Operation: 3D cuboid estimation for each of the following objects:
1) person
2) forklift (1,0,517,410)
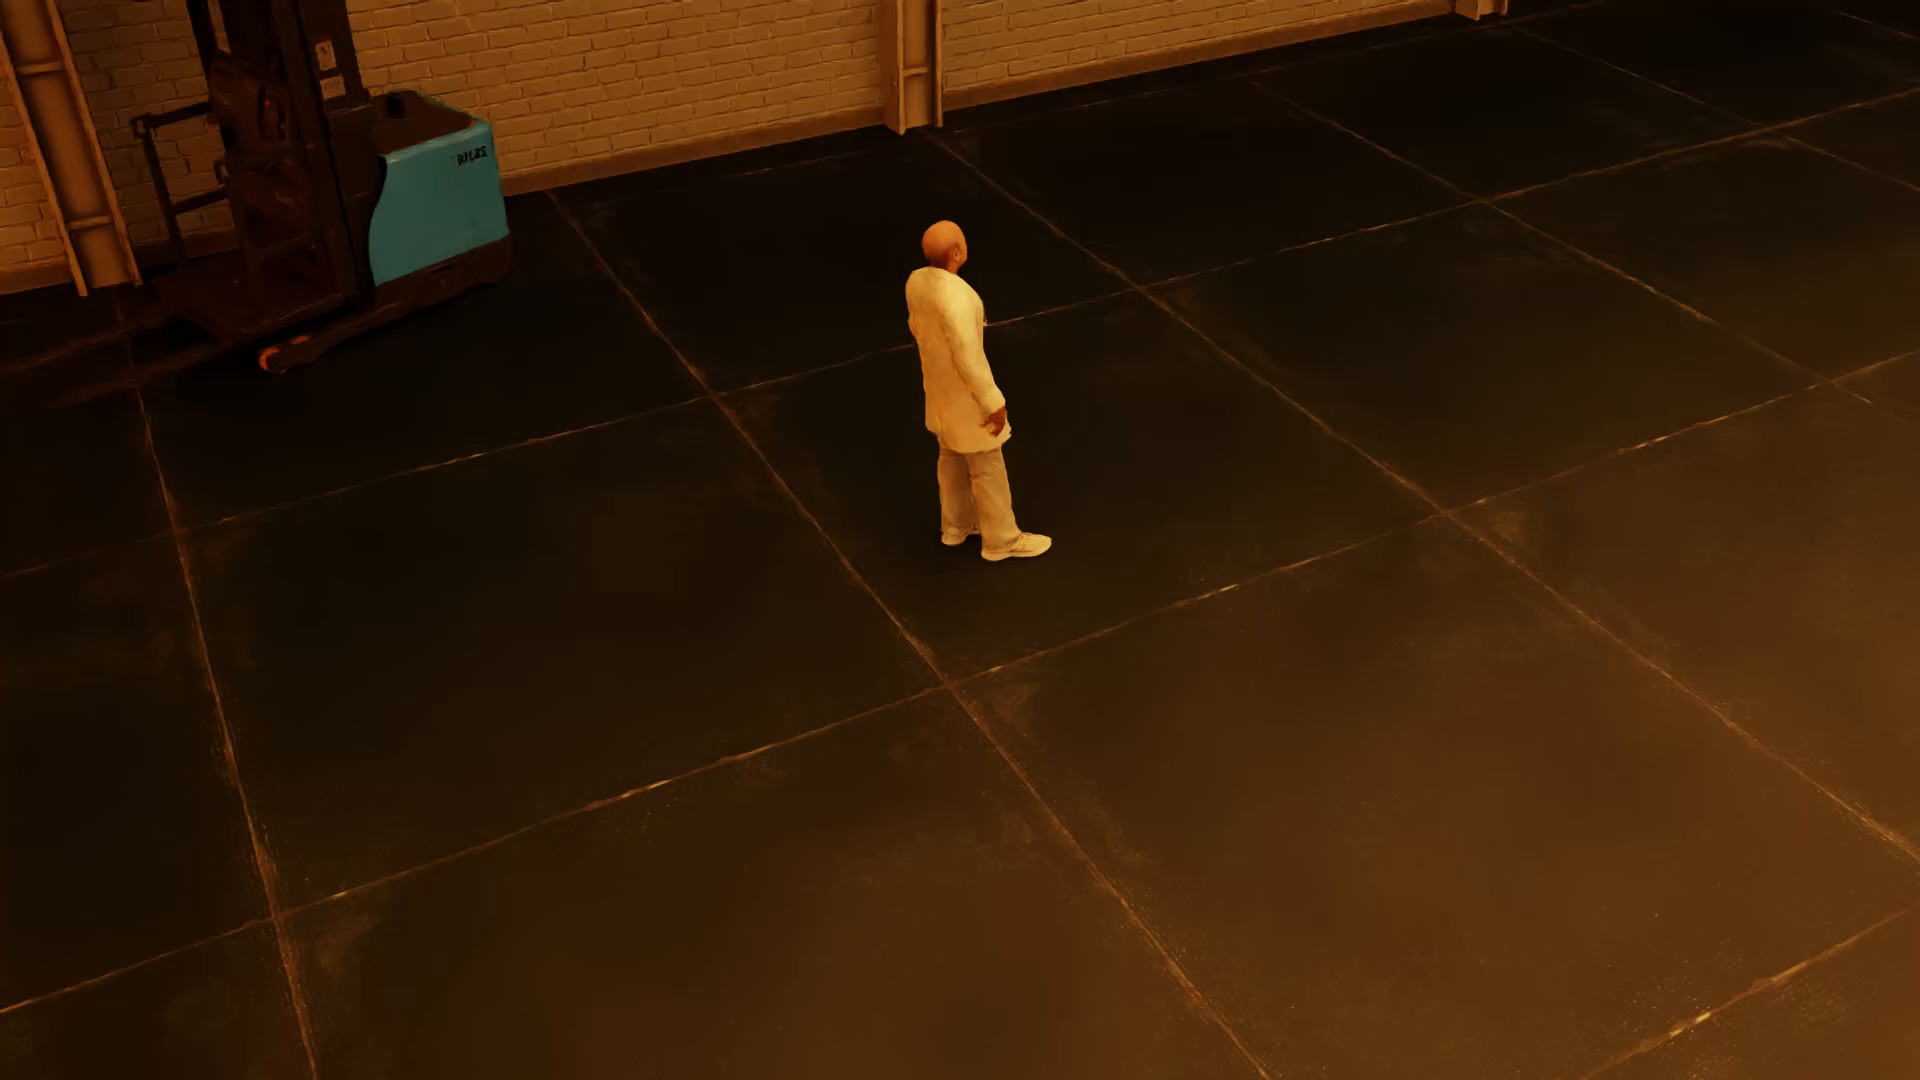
[{"bbox_3d":[0.082,-0.754,8.177,0.579,1.776,0.694,-17,39,-23],"label":"person"},{"bbox_3d":[-4.324,-2.527,9.698,1.130,2.935,3.031,27,44,33],"label":"forklift"}]
